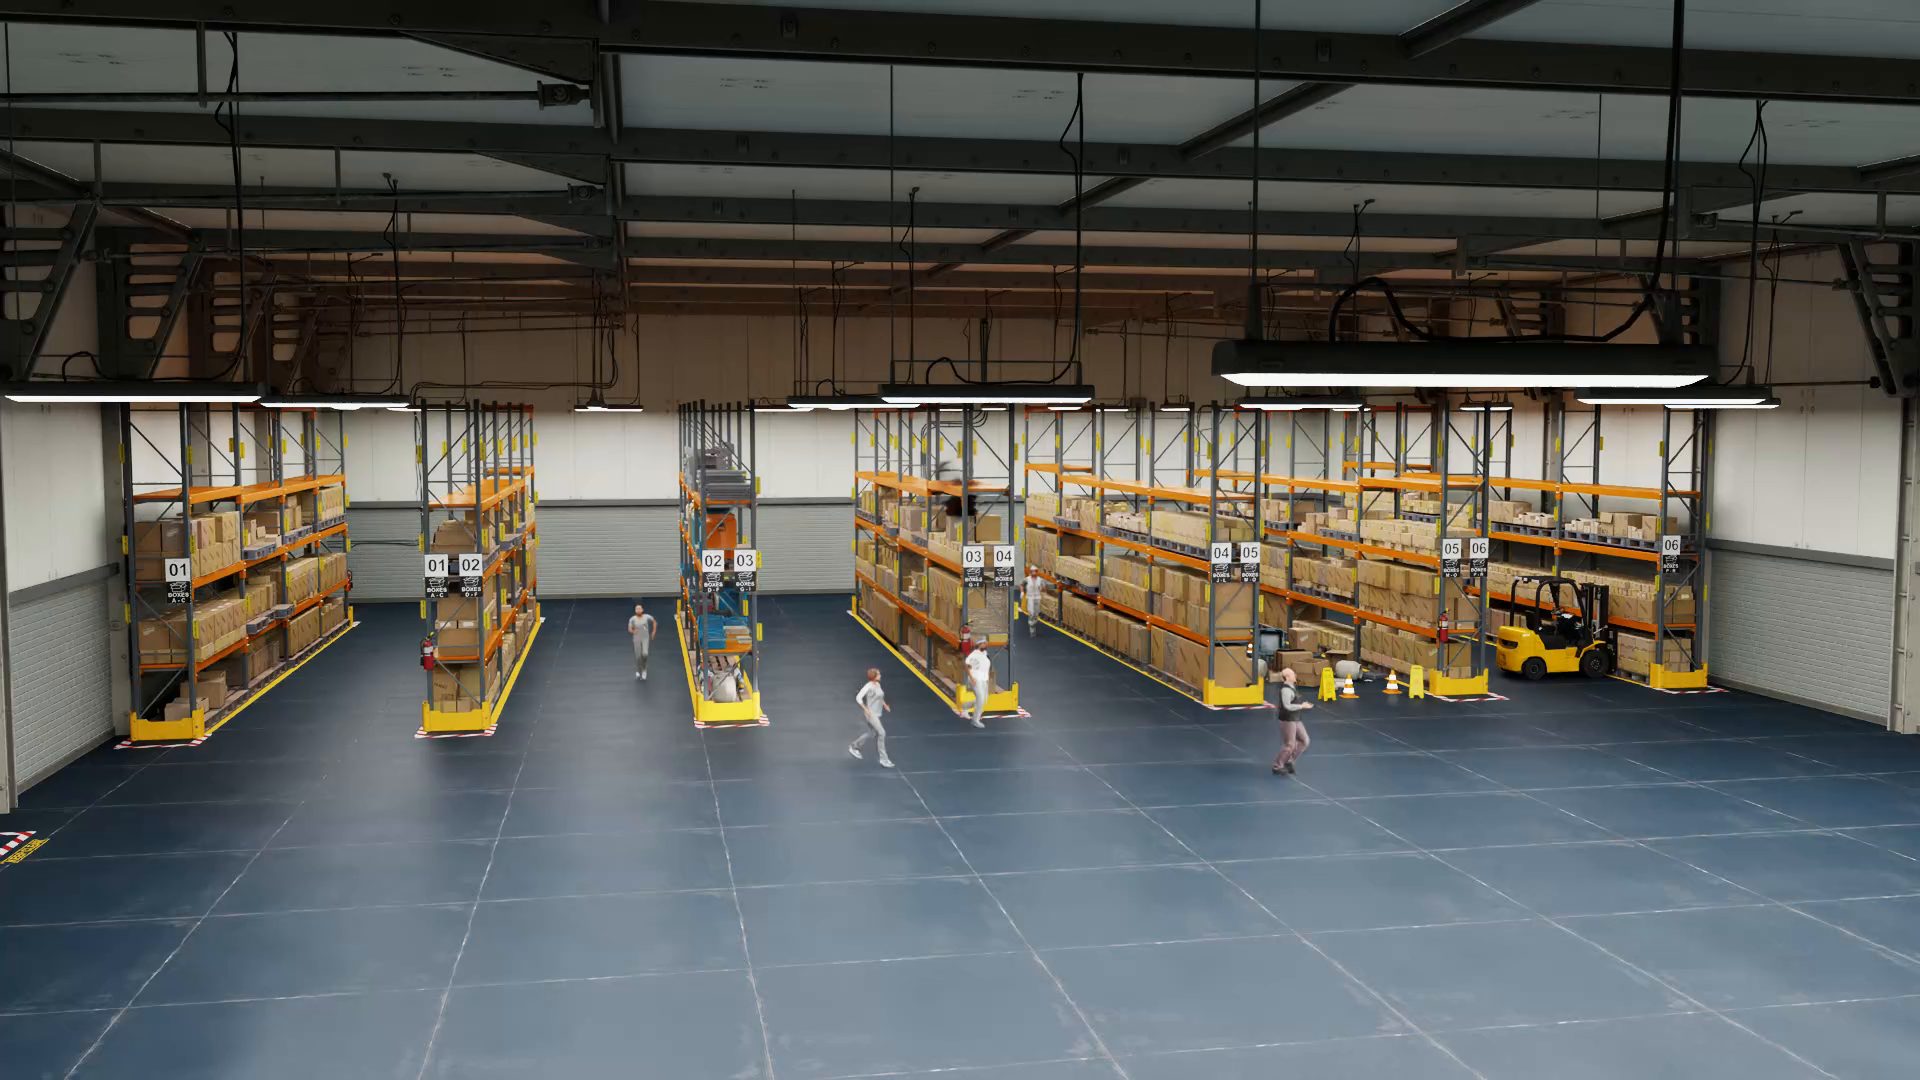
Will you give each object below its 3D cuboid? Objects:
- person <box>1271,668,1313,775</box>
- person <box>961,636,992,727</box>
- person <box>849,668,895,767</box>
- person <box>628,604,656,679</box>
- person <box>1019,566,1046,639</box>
[{"bbox_3d":[5.269,2.889,26.307,0.658,1.728,0.641,2,5,20],"label":"person"},{"bbox_3d":[0.307,2.599,30.771,0.632,1.657,0.619,3,5,38],"label":"person"},{"bbox_3d":[-1.457,2.902,27.156,0.821,1.593,0.551,1,4,16],"label":"person"},{"bbox_3d":[-6.850,2.179,35.847,0.574,1.631,0.829,0,4,-6],"label":"person"},{"bbox_3d":[1.891,1.582,42.897,0.653,1.837,0.830,-1,4,-13],"label":"person"}]
